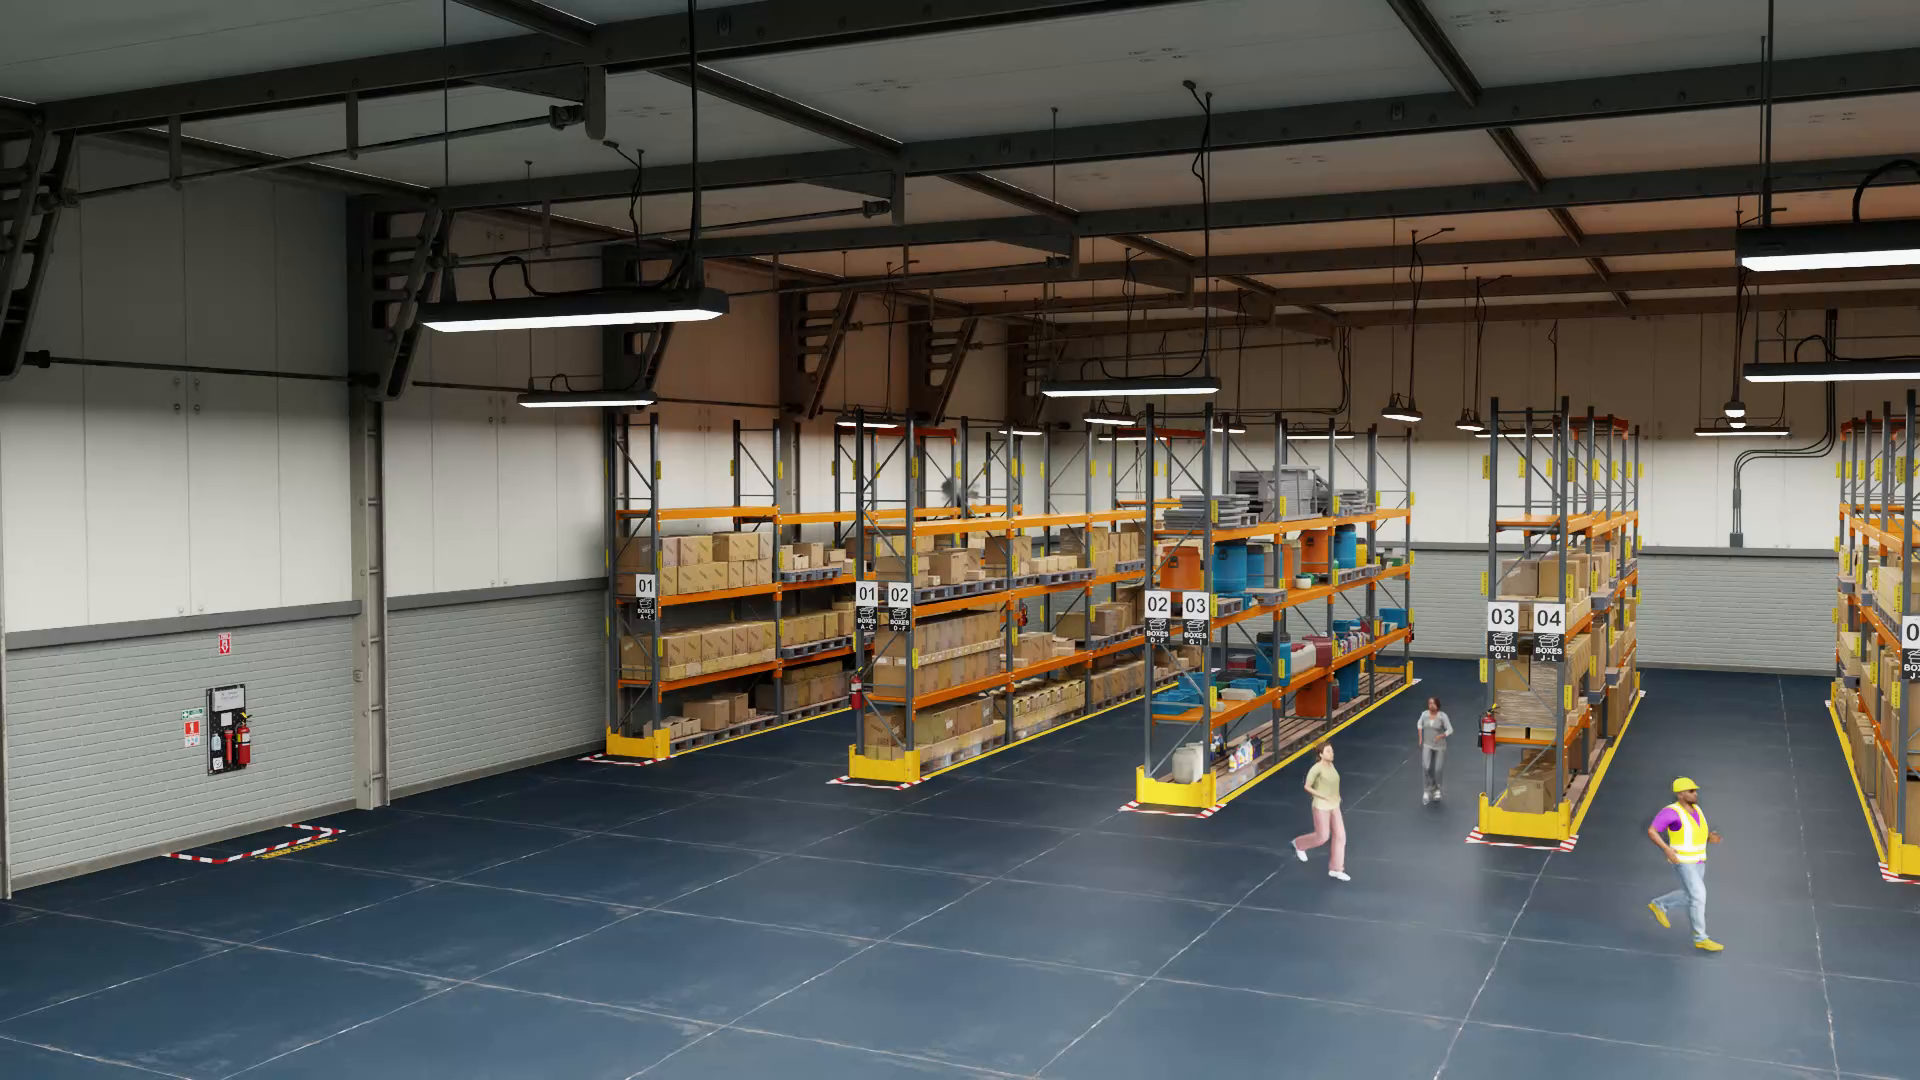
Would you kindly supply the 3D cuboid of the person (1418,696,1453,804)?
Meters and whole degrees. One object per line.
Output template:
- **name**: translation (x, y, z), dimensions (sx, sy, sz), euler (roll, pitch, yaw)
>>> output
- **person**: translation (7.131, 3.156, 25.011), dimensions (0.545, 1.621, 0.650), euler (1, 3, 25)

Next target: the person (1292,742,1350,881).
- **person**: translation (4.484, 3.314, 20.540), dimensions (0.584, 1.659, 0.874), euler (-2, 3, -35)

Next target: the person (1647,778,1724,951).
- **person**: translation (7.654, 3.380, 17.547), dimensions (0.713, 1.747, 0.932), euler (-2, 3, -34)
